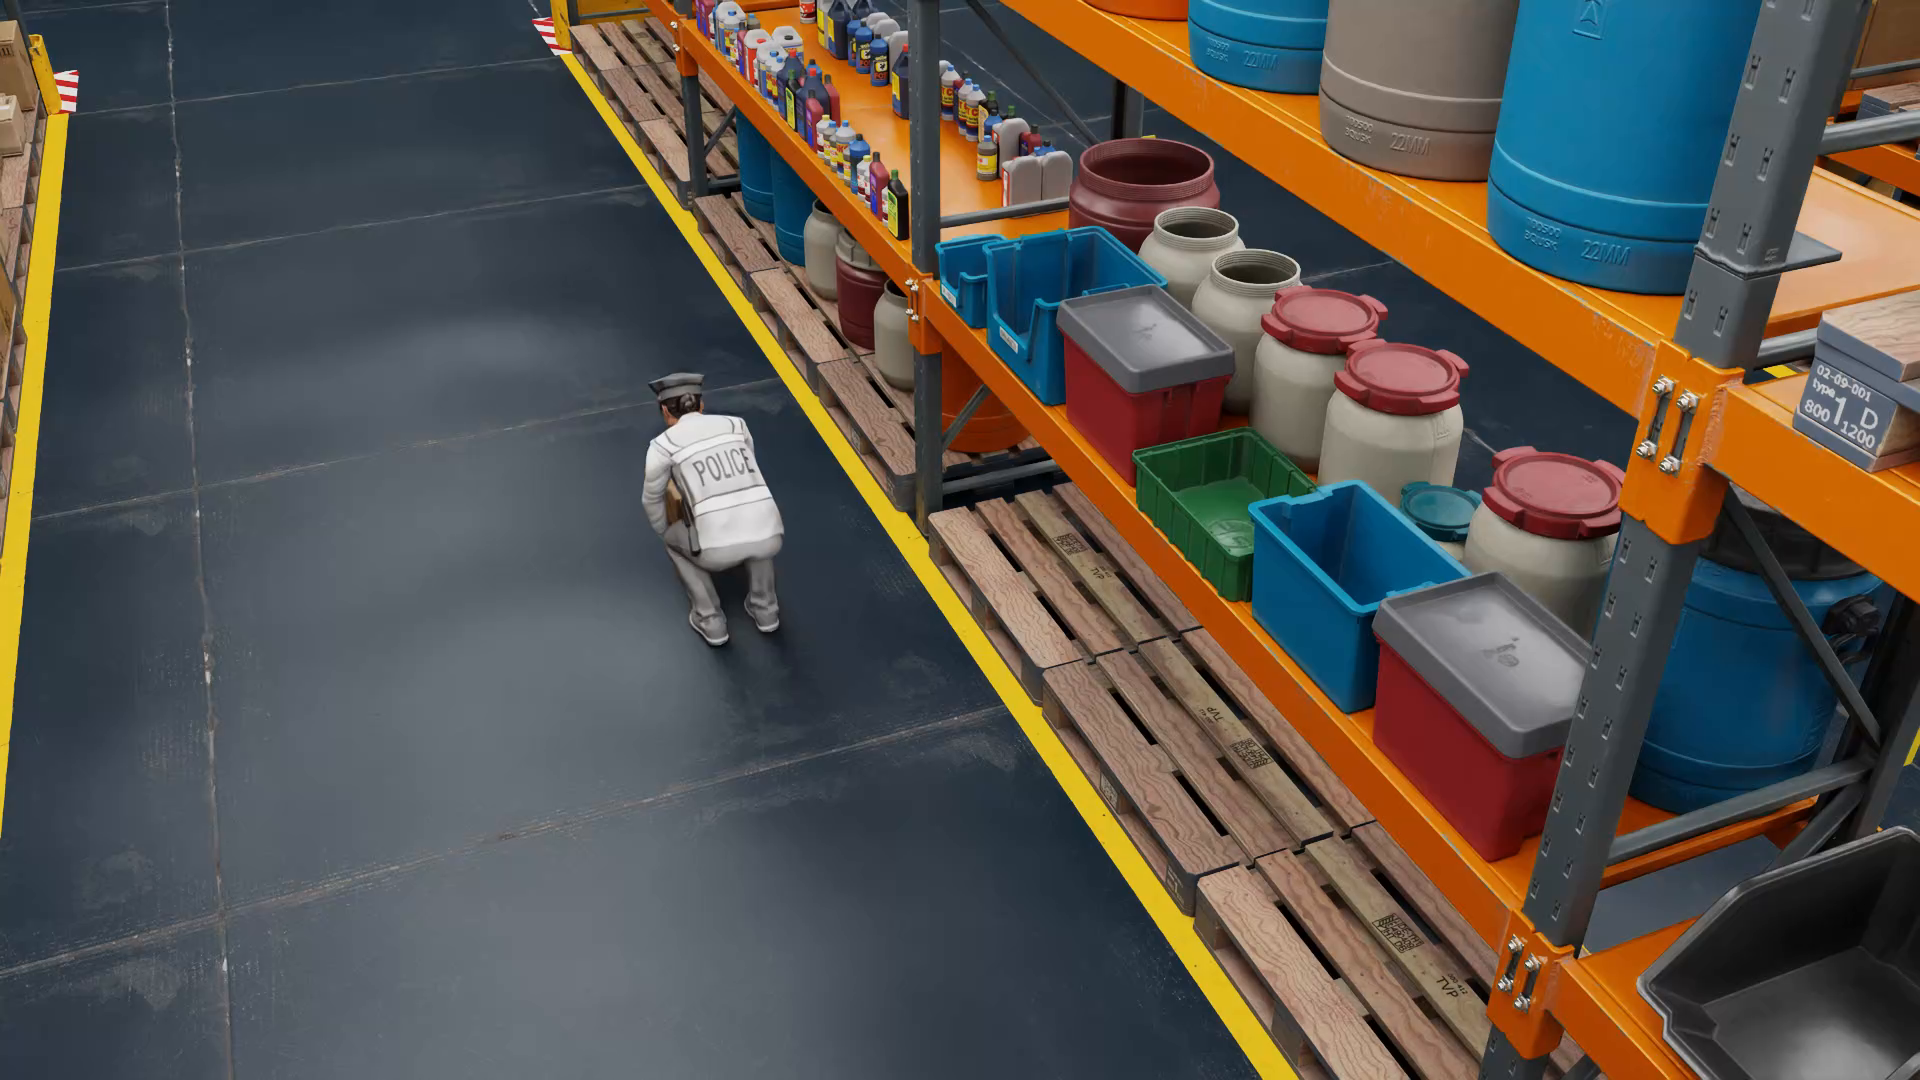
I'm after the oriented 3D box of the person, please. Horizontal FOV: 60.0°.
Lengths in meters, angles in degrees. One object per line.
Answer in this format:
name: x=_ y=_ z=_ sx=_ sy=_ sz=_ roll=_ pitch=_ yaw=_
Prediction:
person: x=-1.034 y=-0.127 z=6.893 sx=0.501 sy=1.054 sz=0.818 roll=-13 pitch=36 yaw=-19
